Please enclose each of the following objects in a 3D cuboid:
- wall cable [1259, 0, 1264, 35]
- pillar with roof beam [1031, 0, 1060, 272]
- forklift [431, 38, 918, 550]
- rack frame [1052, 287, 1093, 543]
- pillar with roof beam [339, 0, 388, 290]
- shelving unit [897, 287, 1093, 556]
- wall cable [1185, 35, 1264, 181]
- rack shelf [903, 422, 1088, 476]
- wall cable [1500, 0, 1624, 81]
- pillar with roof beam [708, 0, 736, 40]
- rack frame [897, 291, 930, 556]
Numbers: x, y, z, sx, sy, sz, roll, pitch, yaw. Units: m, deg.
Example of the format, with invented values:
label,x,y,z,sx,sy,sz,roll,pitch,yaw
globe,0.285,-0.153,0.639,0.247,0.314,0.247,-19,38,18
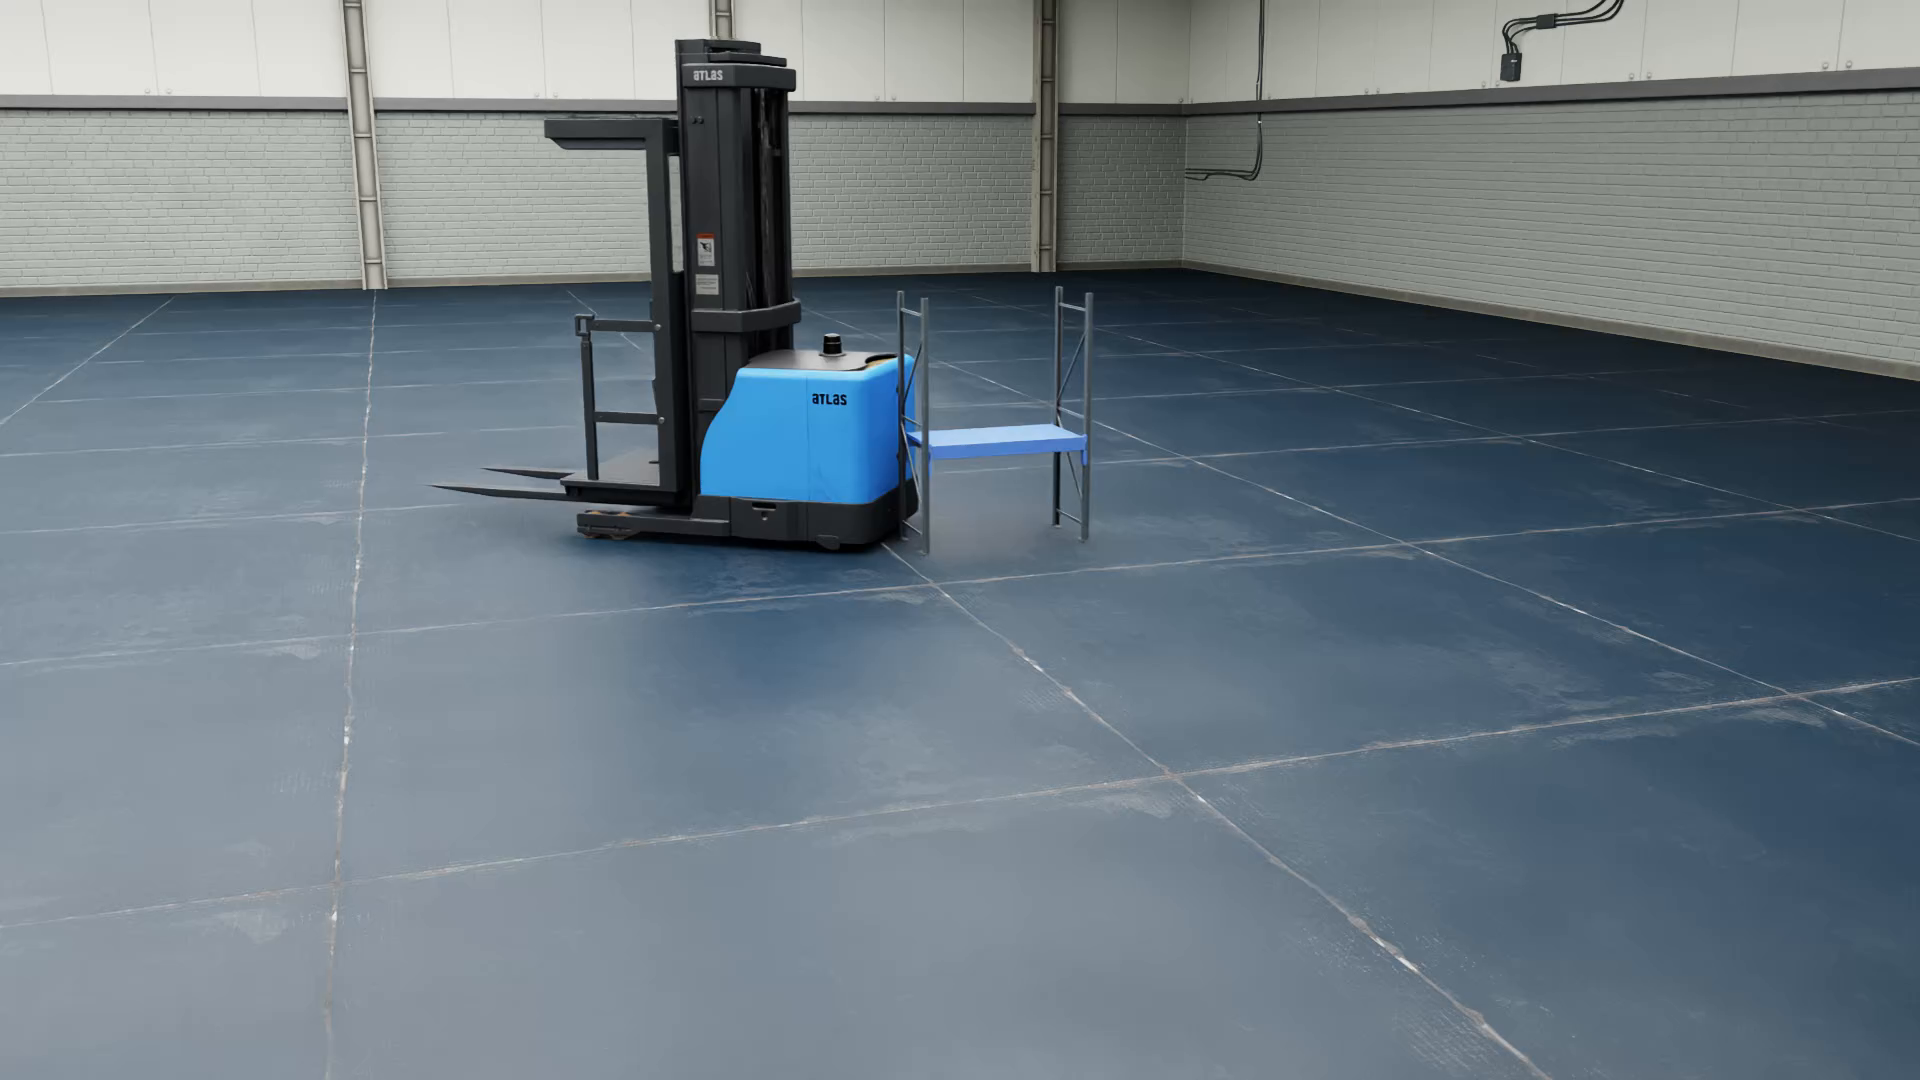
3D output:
label,x,y,z,sx,sy,sz,roll,pitch,yaw
wall cable,5.659,-9.756,27.507,0.112,2.526,3.097,-4,14,-18
pillar with roof beam,2.956,-8.531,26.562,0.400,9.000,9.100,-4,14,-18
forklift,-1.844,-1.537,10.271,3.031,2.935,1.130,4,14,15
rack frame,0.683,-0.769,10.135,0.032,1.500,0.500,-5,14,-19
pillar with roof beam,-8.418,-7.645,22.839,0.400,9.000,9.100,-4,14,-18
shelving unit,0.204,-0.730,9.970,1.048,1.500,0.538,-5,14,-19
wall cable,4.796,-7.892,30.586,0.112,2.526,3.097,-4,14,-18
rack shelf,0.204,-0.555,10.011,1.000,0.185,0.538,-5,14,-19
wall cable,7.809,-8.974,21.075,0.169,6.003,2.305,-4,14,-18
pillar with roof beam,-2.731,-8.088,24.700,0.400,9.000,9.100,-4,14,-18
rack frame,-0.276,-0.691,9.805,0.032,1.500,0.500,-5,14,-19
